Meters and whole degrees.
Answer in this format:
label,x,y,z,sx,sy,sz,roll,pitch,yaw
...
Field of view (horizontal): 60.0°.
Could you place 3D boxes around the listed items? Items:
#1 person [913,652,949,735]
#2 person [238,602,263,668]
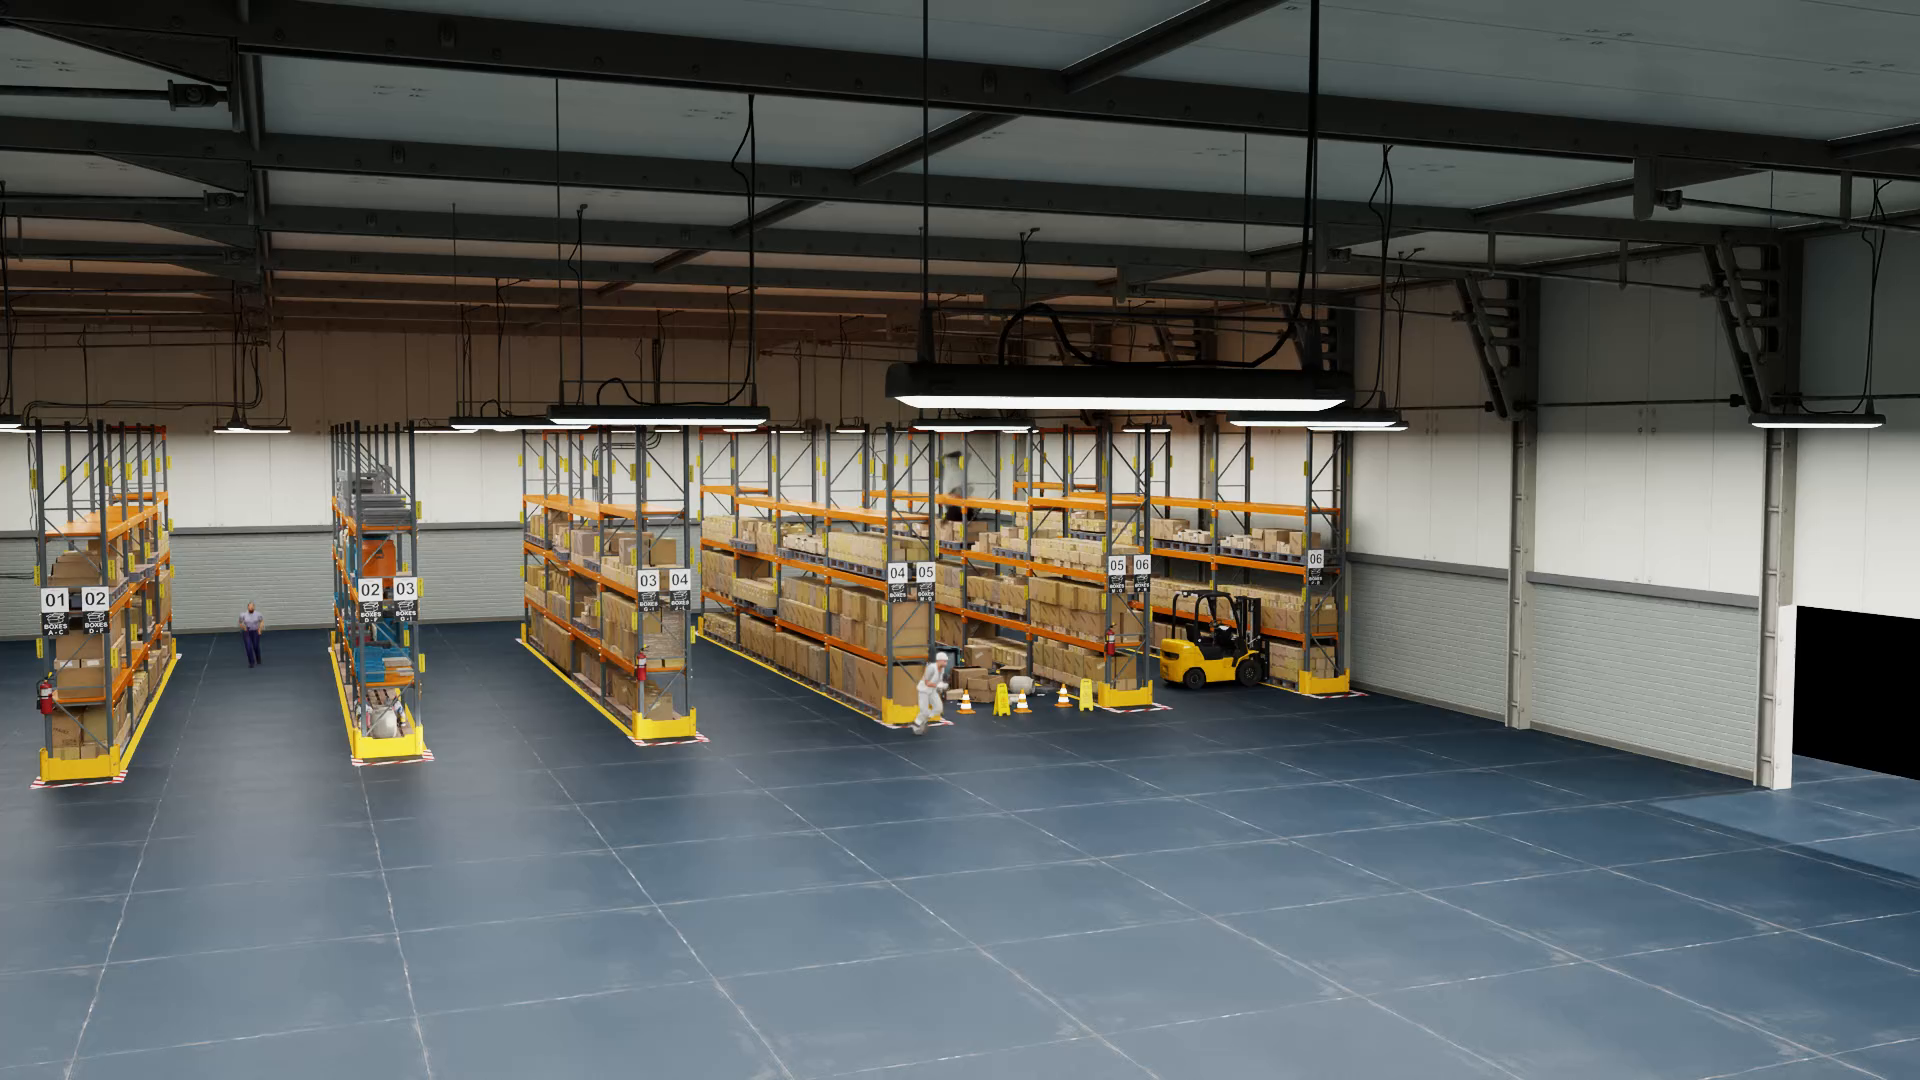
label,x,y,z,sx,sy,sz,roll,pitch,yaw
person,-0.510,2.923,31.737,0.879,1.607,0.696,2,4,33
person,-17.541,2.353,41.143,0.592,1.613,0.544,-2,4,-25
